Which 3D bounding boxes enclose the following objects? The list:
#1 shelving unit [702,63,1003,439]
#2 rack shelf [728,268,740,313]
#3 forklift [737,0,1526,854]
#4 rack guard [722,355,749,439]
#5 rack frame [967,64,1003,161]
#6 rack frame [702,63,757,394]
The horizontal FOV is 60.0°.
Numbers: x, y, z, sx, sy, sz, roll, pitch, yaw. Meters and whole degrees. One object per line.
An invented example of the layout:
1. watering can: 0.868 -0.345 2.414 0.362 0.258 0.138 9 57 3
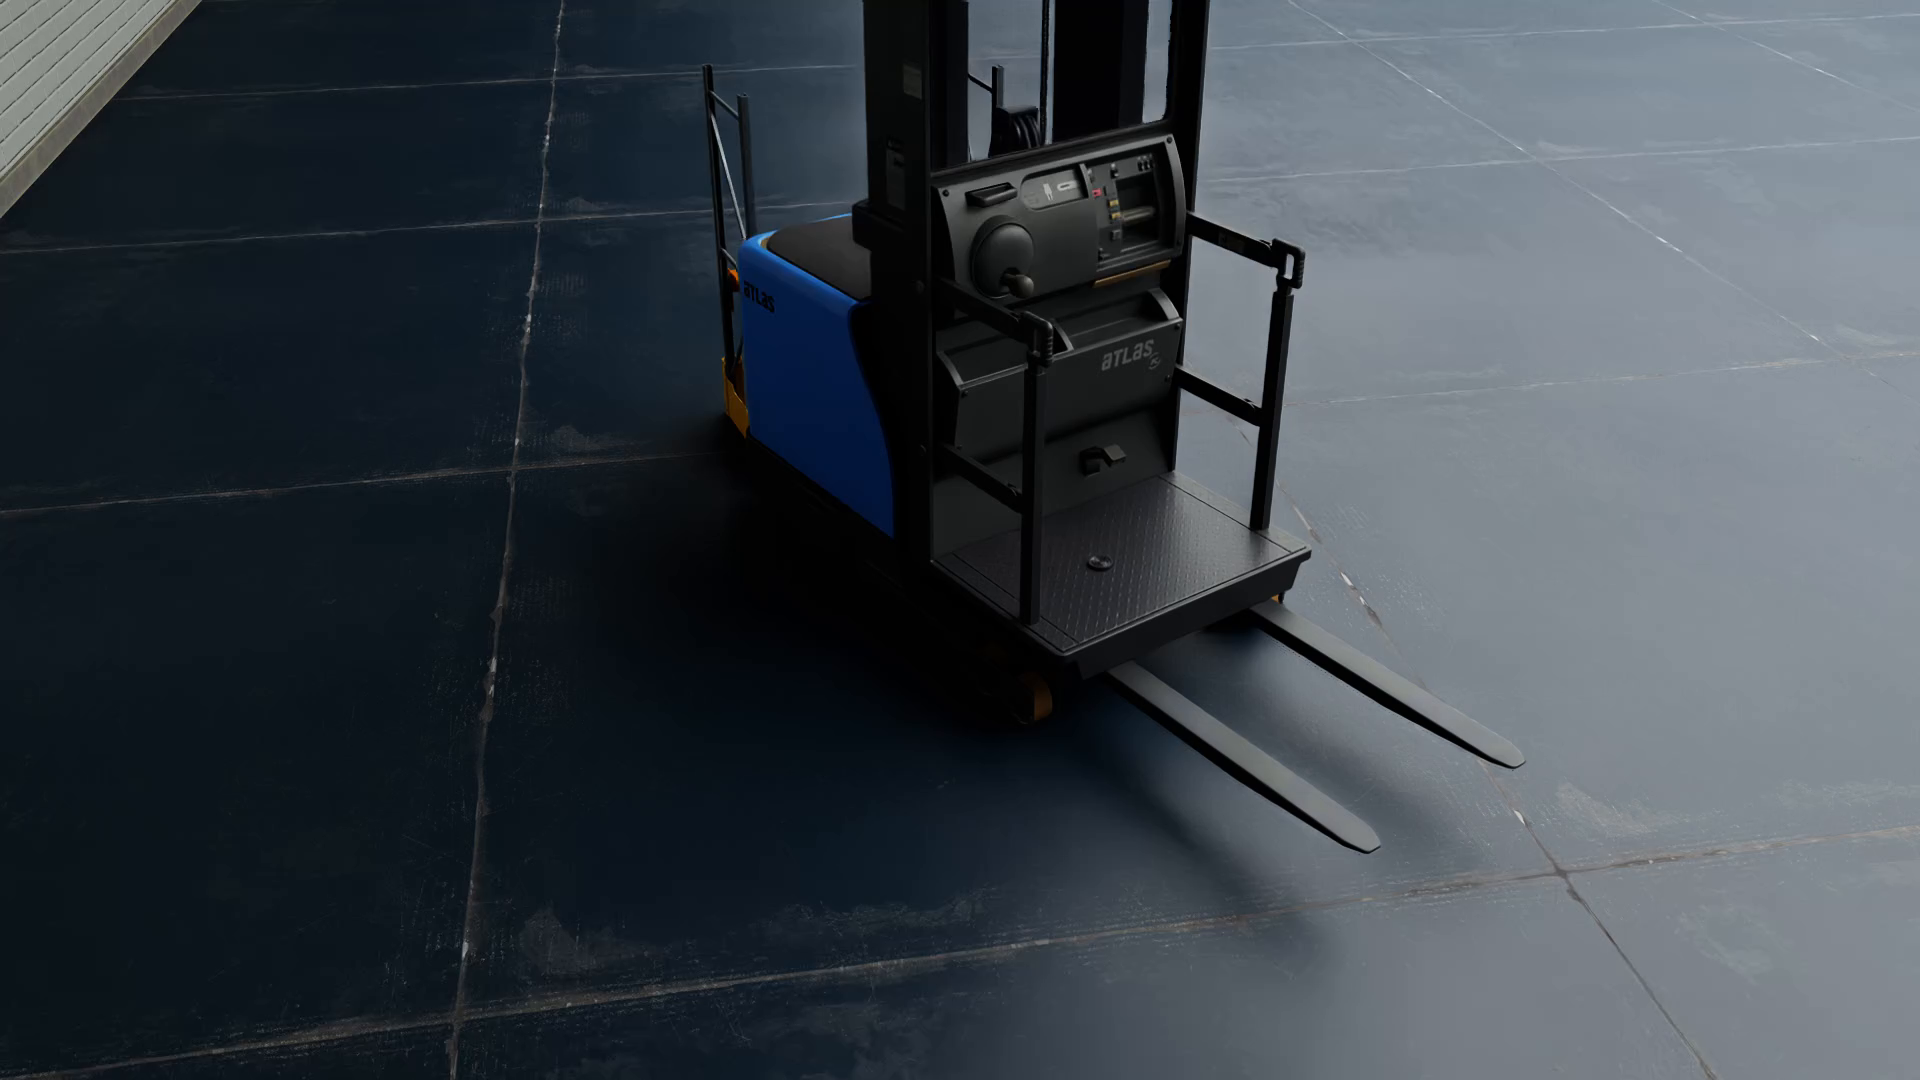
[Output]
1. shelving unit: -0.407 -1.181 6.778 1.083 1.500 0.587 -13 33 -20
2. rack shelf: -0.416 -1.024 6.866 1.000 0.185 0.538 -13 33 -20
3. forklift: 0.455 -0.962 4.995 1.130 2.935 3.031 -20 36 -31
4. rack guard: -0.863 -0.540 6.922 0.087 0.250 0.587 -13 33 -20
5. rack frame: 0.050 -1.283 6.952 0.032 1.500 0.500 -13 33 -20
6. rack frame: -0.881 -1.075 6.598 0.032 1.500 0.500 -13 33 -20
